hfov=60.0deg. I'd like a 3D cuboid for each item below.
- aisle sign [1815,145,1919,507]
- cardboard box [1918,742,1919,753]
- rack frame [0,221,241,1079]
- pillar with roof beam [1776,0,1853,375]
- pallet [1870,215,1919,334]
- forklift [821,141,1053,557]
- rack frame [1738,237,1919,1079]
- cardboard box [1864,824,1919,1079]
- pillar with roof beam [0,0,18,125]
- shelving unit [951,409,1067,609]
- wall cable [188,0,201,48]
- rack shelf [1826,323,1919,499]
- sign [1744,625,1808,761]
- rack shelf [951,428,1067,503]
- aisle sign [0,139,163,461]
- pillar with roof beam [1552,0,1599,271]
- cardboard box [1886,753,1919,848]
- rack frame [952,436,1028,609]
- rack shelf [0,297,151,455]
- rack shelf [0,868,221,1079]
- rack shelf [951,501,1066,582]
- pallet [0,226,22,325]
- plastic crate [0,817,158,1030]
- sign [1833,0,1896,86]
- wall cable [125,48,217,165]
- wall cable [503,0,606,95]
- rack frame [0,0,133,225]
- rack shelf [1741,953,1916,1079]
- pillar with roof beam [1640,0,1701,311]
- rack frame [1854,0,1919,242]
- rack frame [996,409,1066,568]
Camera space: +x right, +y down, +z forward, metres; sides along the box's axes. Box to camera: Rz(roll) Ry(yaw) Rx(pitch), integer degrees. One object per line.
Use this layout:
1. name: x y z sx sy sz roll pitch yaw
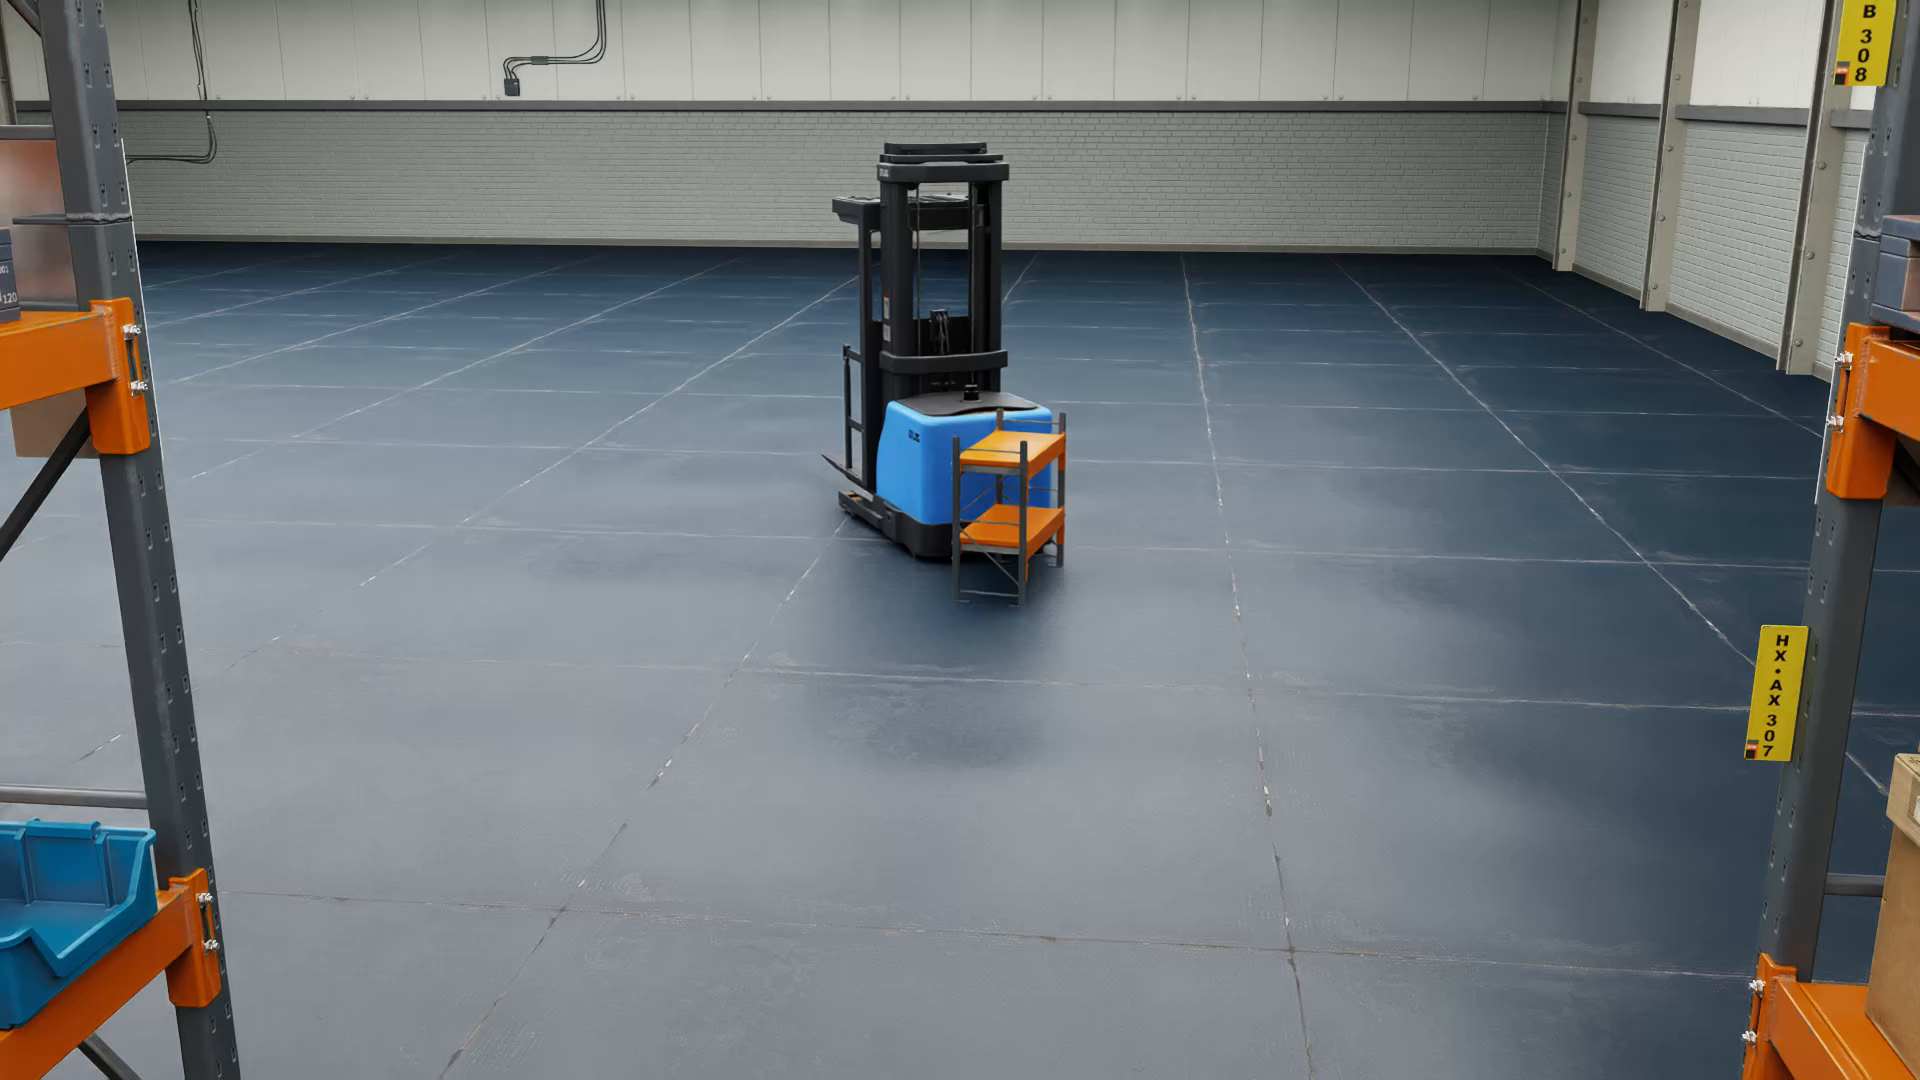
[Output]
1. aisle sign: 2.121 -0.455 3.619 0.394 0.787 0.004 2 15 6
2. cardboard box: 2.346 0.286 3.182 0.700 0.500 0.500 2 15 6
3. rack frame: -2.504 0.679 4.405 1.000 3.000 0.127 2 15 6
4. pillar with roof beam: 5.874 -6.514 19.511 9.100 9.000 0.400 2 15 6
5. pallet: 2.312 -0.397 2.806 1.003 0.211 1.213 2 15 6
6. forklift: -0.338 -1.632 13.082 1.130 2.935 3.031 -6 16 -21
7. rack frame: 2.417 0.826 3.862 1.000 3.000 0.127 2 15 6
8. cardboard box: 2.352 0.898 3.402 0.700 0.500 0.500 2 15 6
9. pillar with roof beam: -15.516 -10.300 33.514 9.100 9.000 0.400 2 15 6
10. shelving unit: 0.347 -0.239 11.390 0.538 1.125 1.048 5 16 17
11. wall cable: -15.459 -12.011 36.116 3.097 2.526 0.112 2 15 6
12. rack shelf: 2.192 0.244 1.646 1.077 0.370 4.000 2 15 6
13. sign: 1.867 0.352 3.804 0.100 0.325 0.005 2 15 6
14. rack shelf: 0.347 -0.521 11.313 0.538 0.278 1.000 5 16 17
15. aisle sign: -2.201 -0.586 4.102 0.394 0.787 0.004 2 15 6
16. pillar with roof beam: 7.228 -9.626 31.021 9.100 9.000 0.400 2 15 6
17. cardboard box: 2.159 0.560 3.411 0.380 0.149 0.250 2 15 6
18. rack frame: 0.193 -0.112 10.922 0.500 1.125 0.032 5 16 17
19. rack shelf: -2.729 0.097 2.189 1.077 0.370 4.000 2 15 6
20. rack shelf: -2.729 1.545 2.580 1.077 0.370 4.000 2 15 6
21. rack shelf: 0.347 -0.003 11.454 0.538 0.278 1.000 5 16 17
22. pallet: -2.694 -0.466 3.255 1.003 0.211 1.213 2 15 6
23. plastic crate: -2.263 0.889 3.912 0.499 0.251 0.616 2 15 6
24. sign: 1.867 -1.100 3.412 0.100 0.325 0.005 2 15 6
25. wall cable: -18.147 -9.653 37.070 3.097 2.526 0.112 2 15 6
26. wall cable: -8.716 -12.510 35.172 2.305 6.003 0.169 2 15 6
27. rack frame: -2.504 -2.217 3.622 1.000 3.000 0.127 2 15 6
28. rack shelf: 2.192 1.692 2.037 1.077 0.370 4.000 2 15 6
29. pillar with roof beam: 6.551 -8.070 25.266 9.100 9.000 0.400 2 15 6
30. rack frame: 2.417 -2.070 3.079 1.000 3.000 0.127 2 15 6
31. rack frame: 0.501 -0.365 11.858 0.500 1.125 0.032 5 16 17
